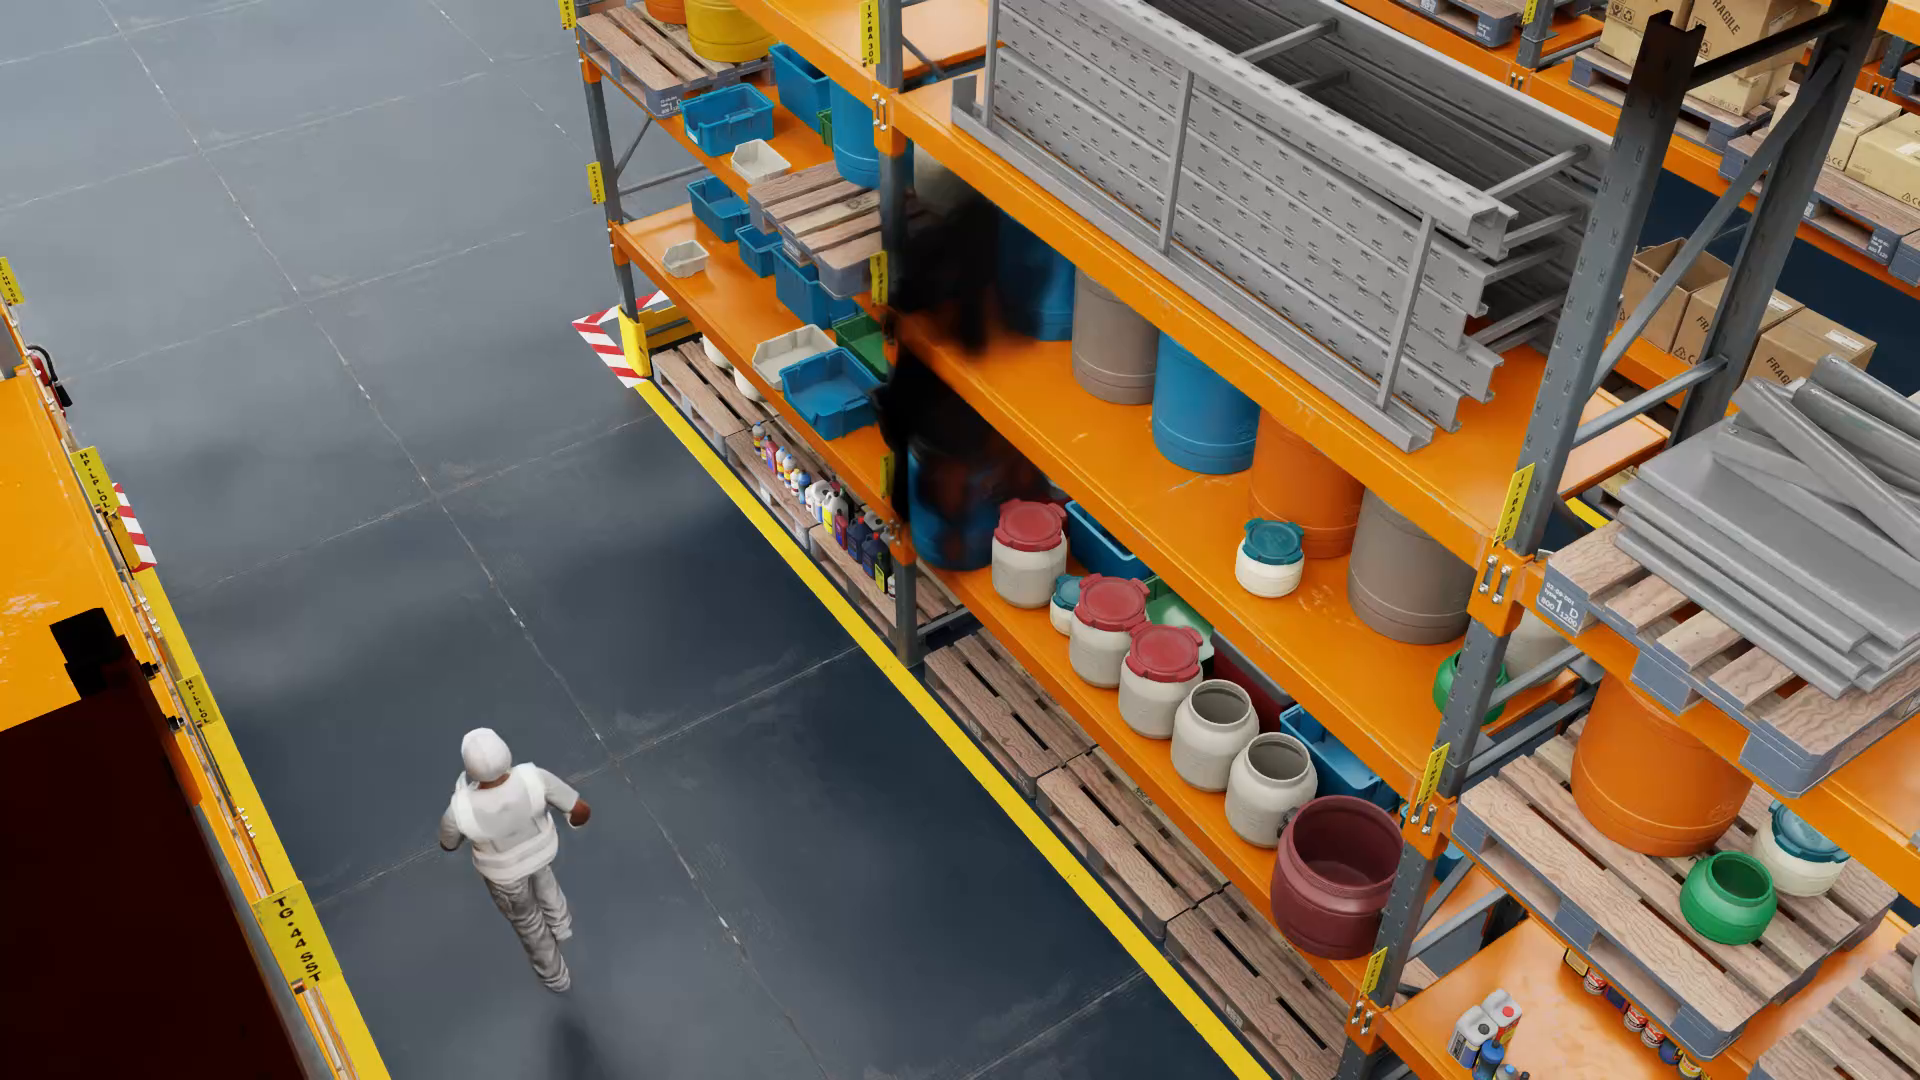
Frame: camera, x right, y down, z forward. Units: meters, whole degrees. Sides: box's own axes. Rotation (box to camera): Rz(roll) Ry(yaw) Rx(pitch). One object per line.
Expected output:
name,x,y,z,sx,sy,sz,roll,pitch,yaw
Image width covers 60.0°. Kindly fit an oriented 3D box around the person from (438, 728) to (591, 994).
person,-2.240,1.556,8.360,0.664,1.843,0.686,-28,50,-27
